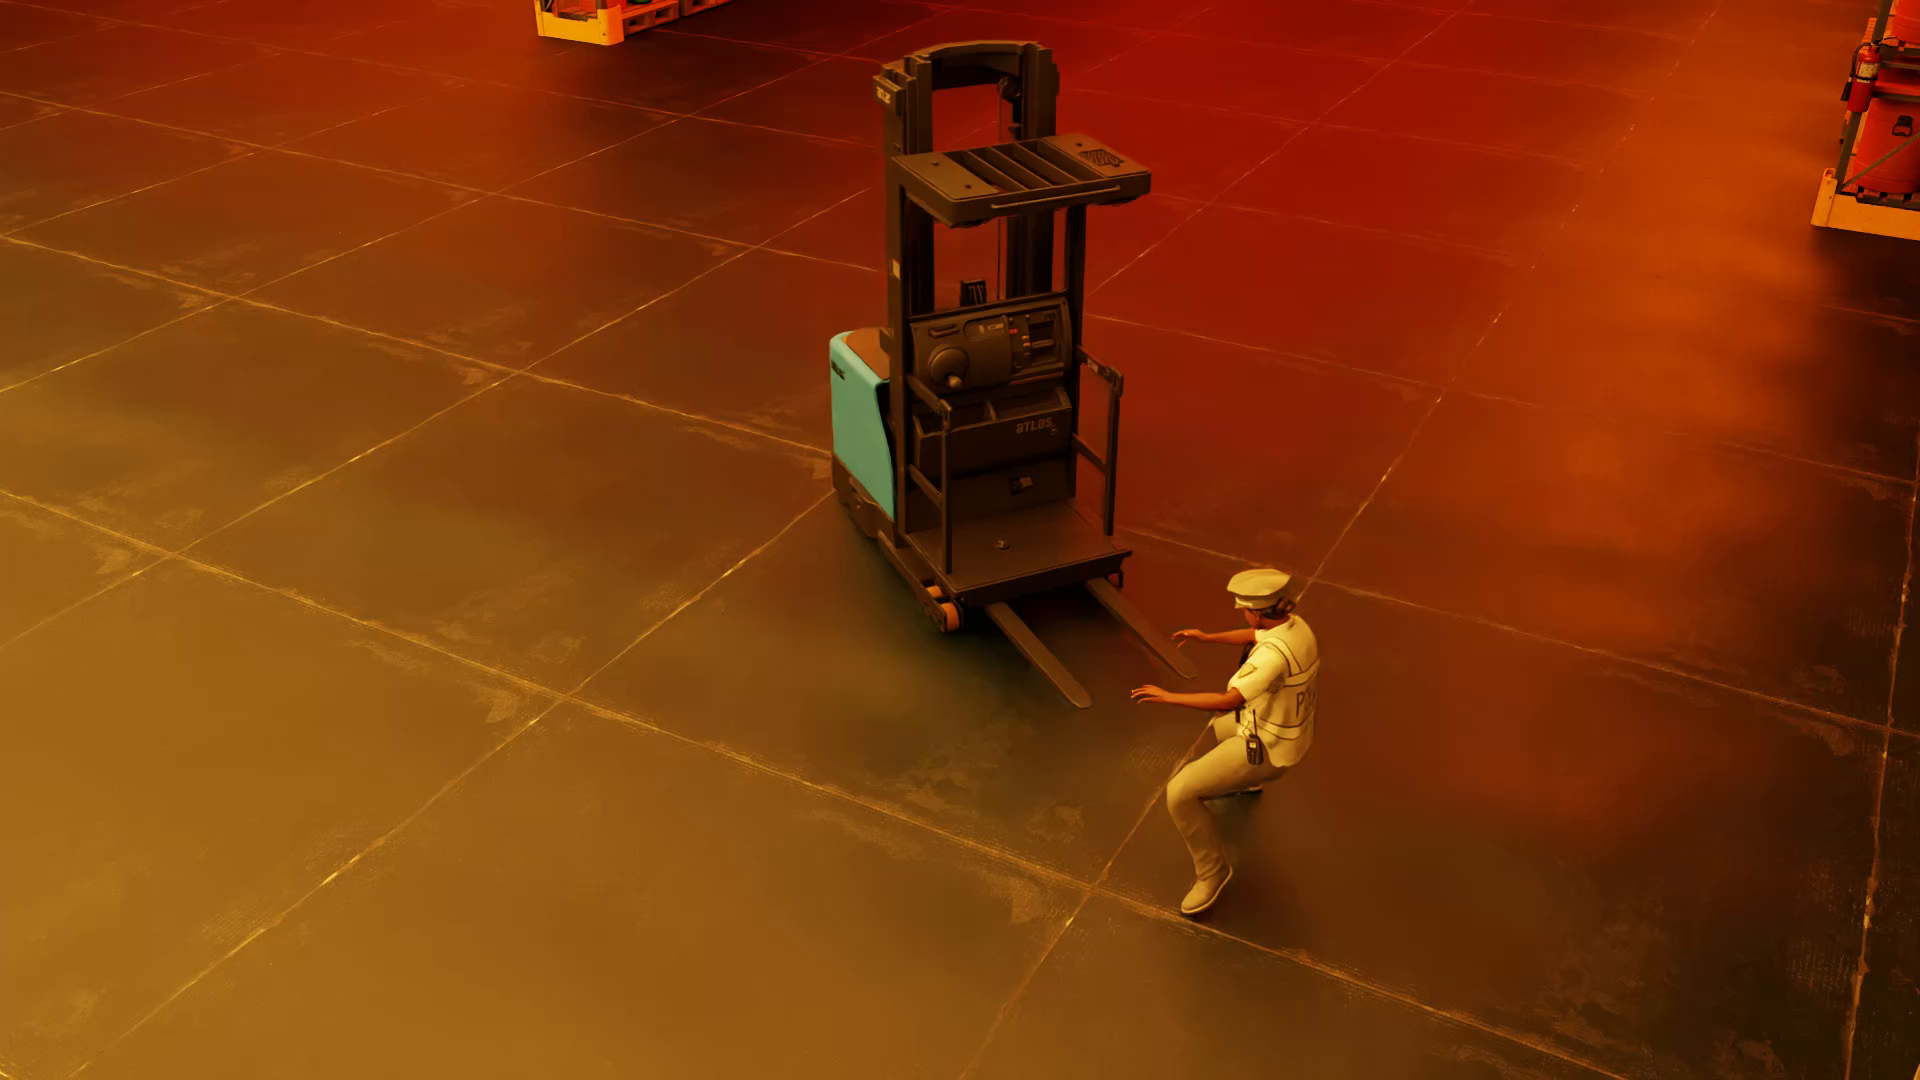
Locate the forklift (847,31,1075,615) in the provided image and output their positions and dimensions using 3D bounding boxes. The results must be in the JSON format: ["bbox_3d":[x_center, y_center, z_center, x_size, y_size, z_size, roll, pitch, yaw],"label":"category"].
[{"bbox_3d":[0.072,-1.572,9.794,1.130,2.935,3.031,3,30,6],"label":"forklift"}]

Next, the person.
[{"bbox_3d":[1.288,1.061,6.511,0.617,1.664,0.428,-7,31,-12],"label":"person"}]
